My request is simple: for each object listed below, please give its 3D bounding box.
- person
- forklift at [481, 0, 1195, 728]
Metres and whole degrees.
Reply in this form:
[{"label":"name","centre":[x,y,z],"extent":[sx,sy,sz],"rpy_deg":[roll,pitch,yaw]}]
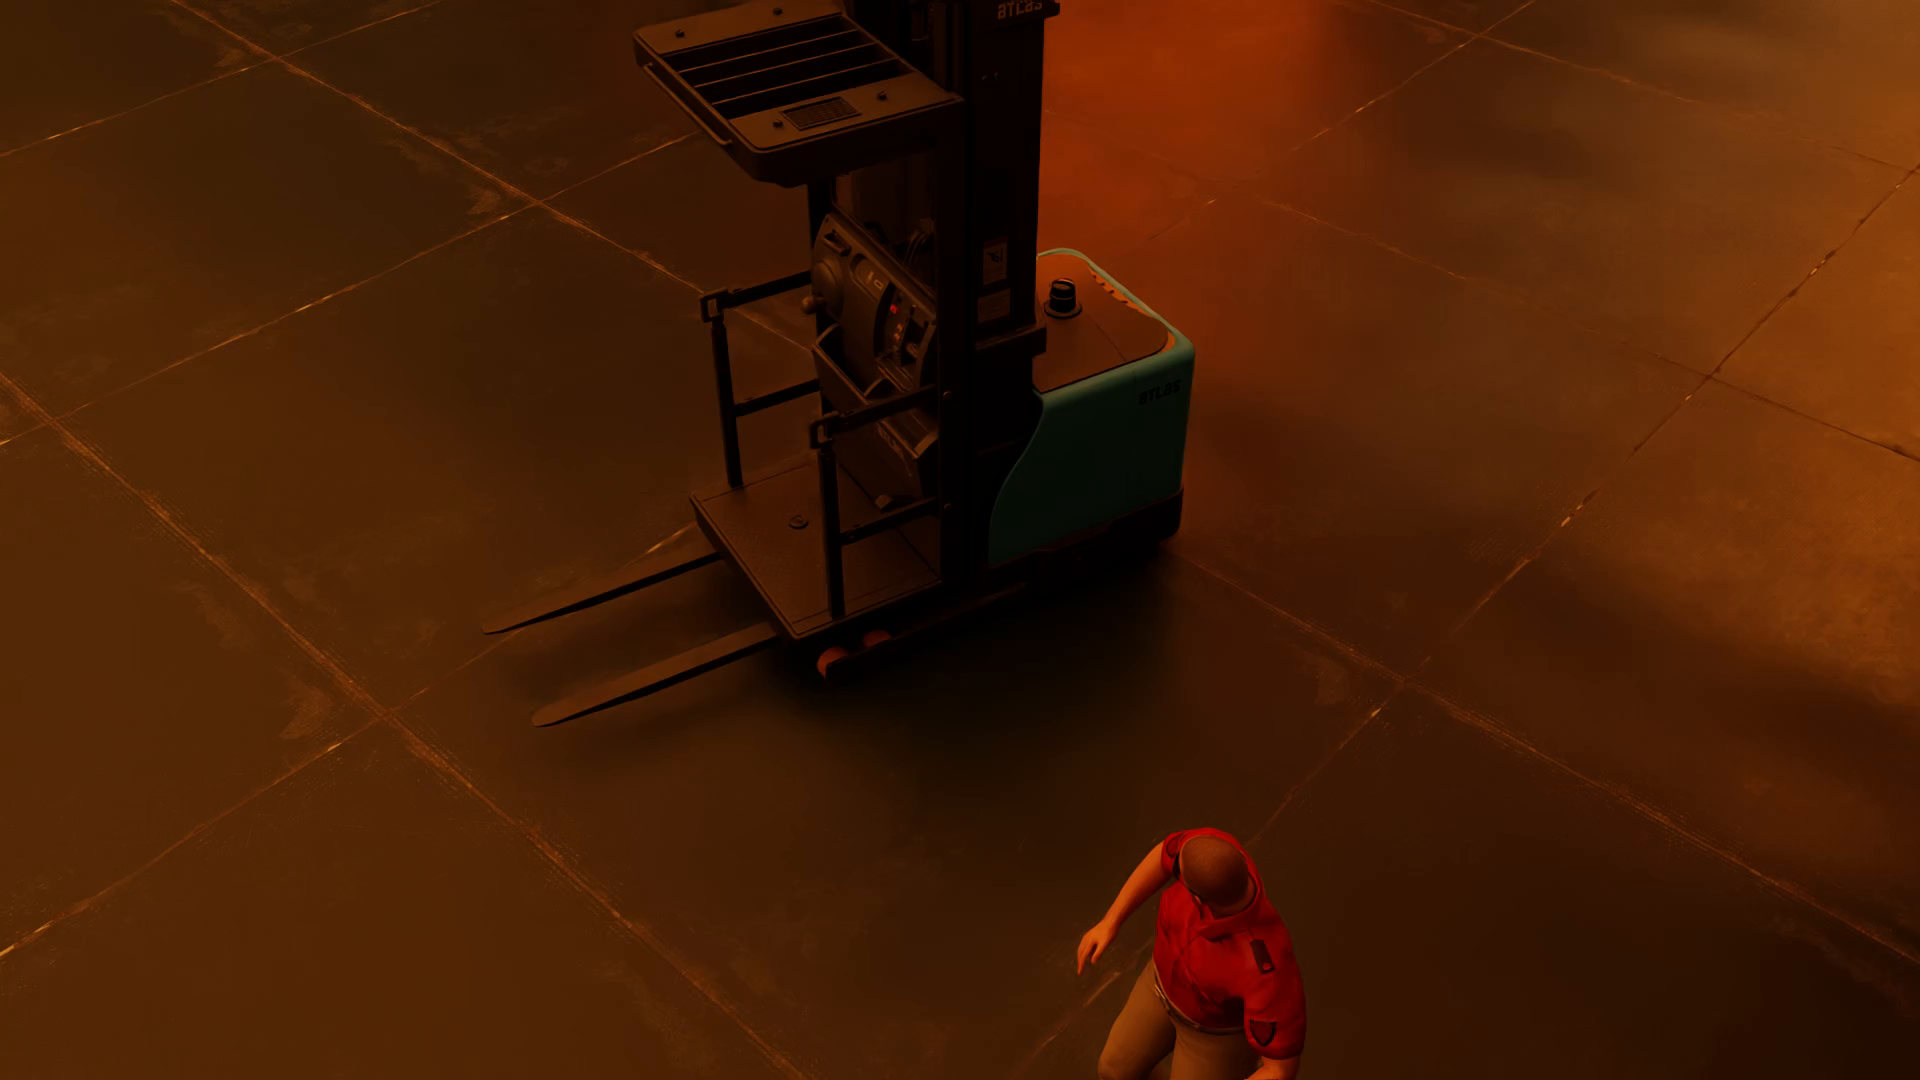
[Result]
[{"label":"person","centre":[0.656,1.411,4.778],"extent":[0.572,1.680,0.775],"rpy_deg":[-19,44,-21]},{"label":"forklift","centre":[-0.524,-0.901,6.478],"extent":[3.031,2.935,1.130],"rpy_deg":[-21,45,-23]}]
